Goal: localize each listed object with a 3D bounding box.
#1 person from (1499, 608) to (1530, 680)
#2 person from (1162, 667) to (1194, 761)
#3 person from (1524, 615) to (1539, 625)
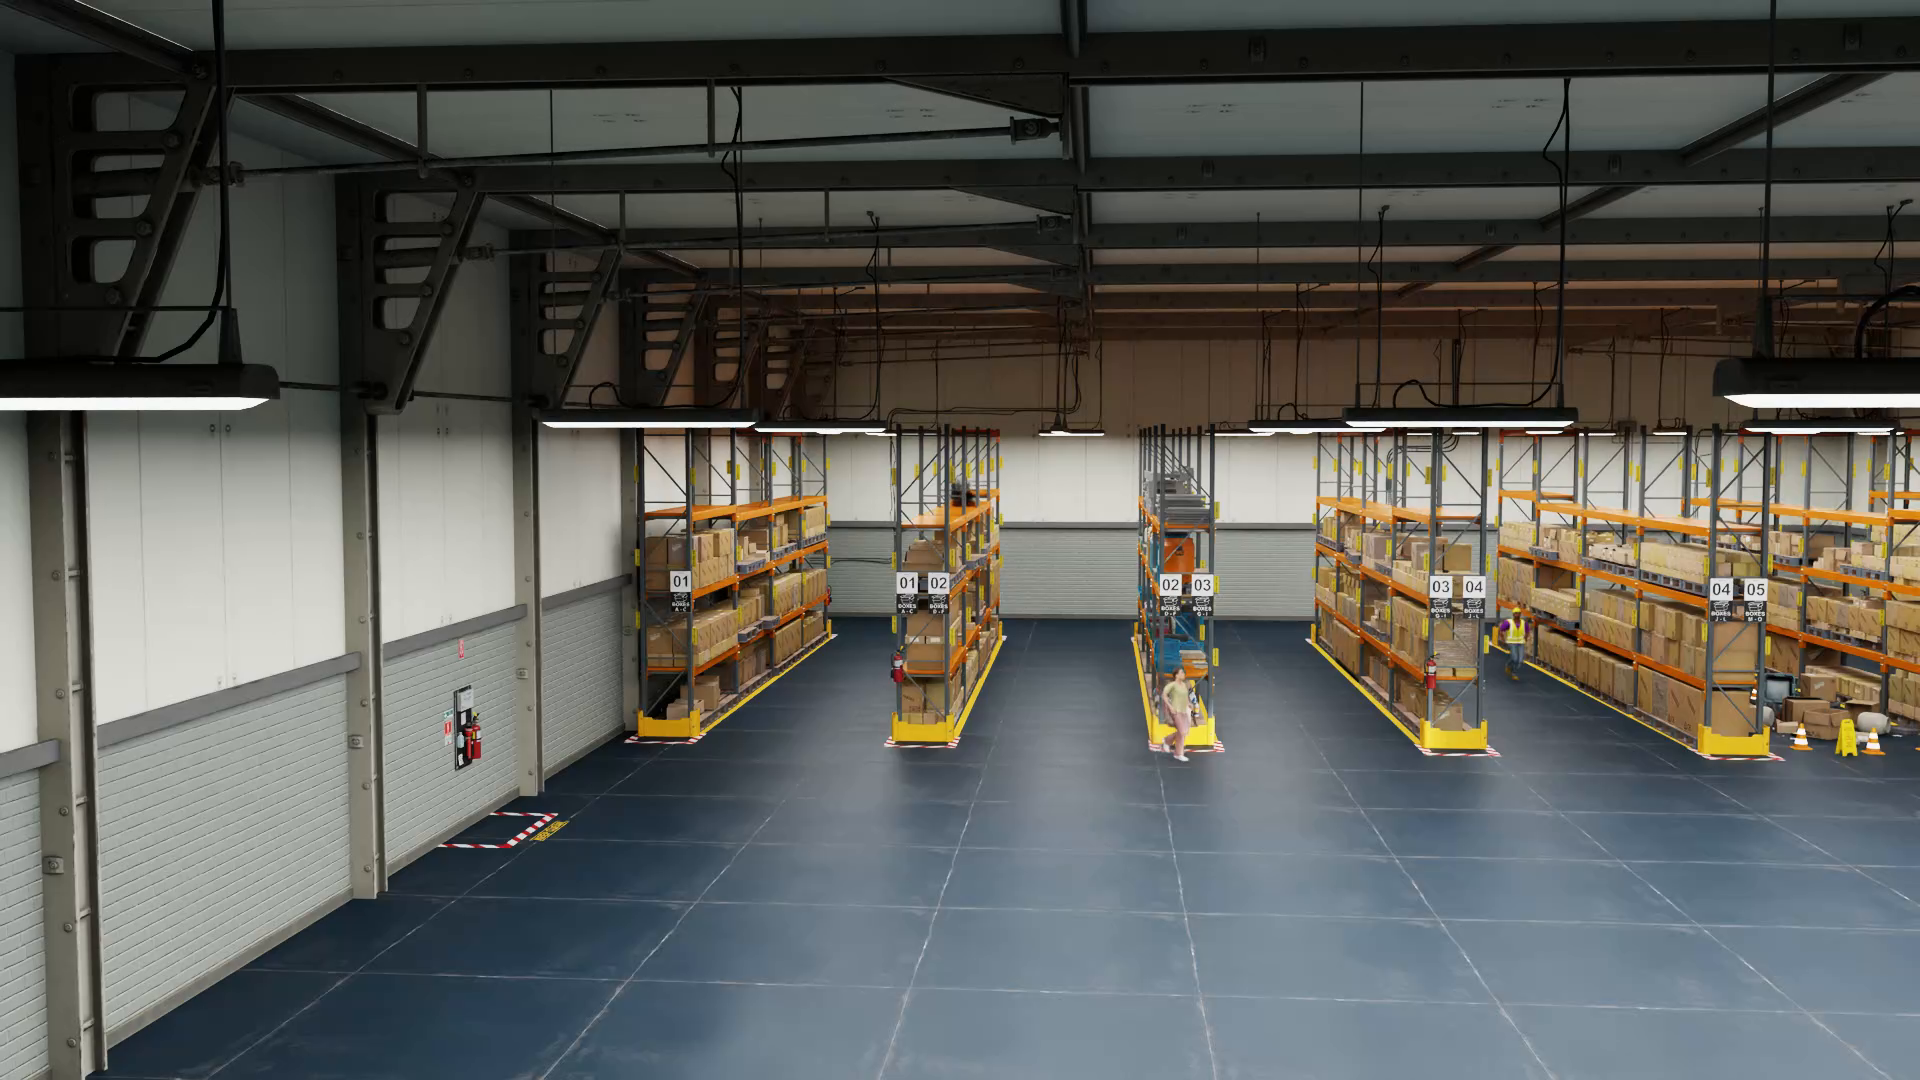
[{"bbox_3d":[13.180,2.463,39.400,0.698,1.720,0.576,0,3,0],"label":"person"},{"bbox_3d":[3.907,3.105,29.823,0.620,1.650,0.621,-3,5,-45],"label":"person"},{"bbox_3d":[16.307,2.021,47.268,0.794,1.683,0.583,-3,5,-41],"label":"person"}]
